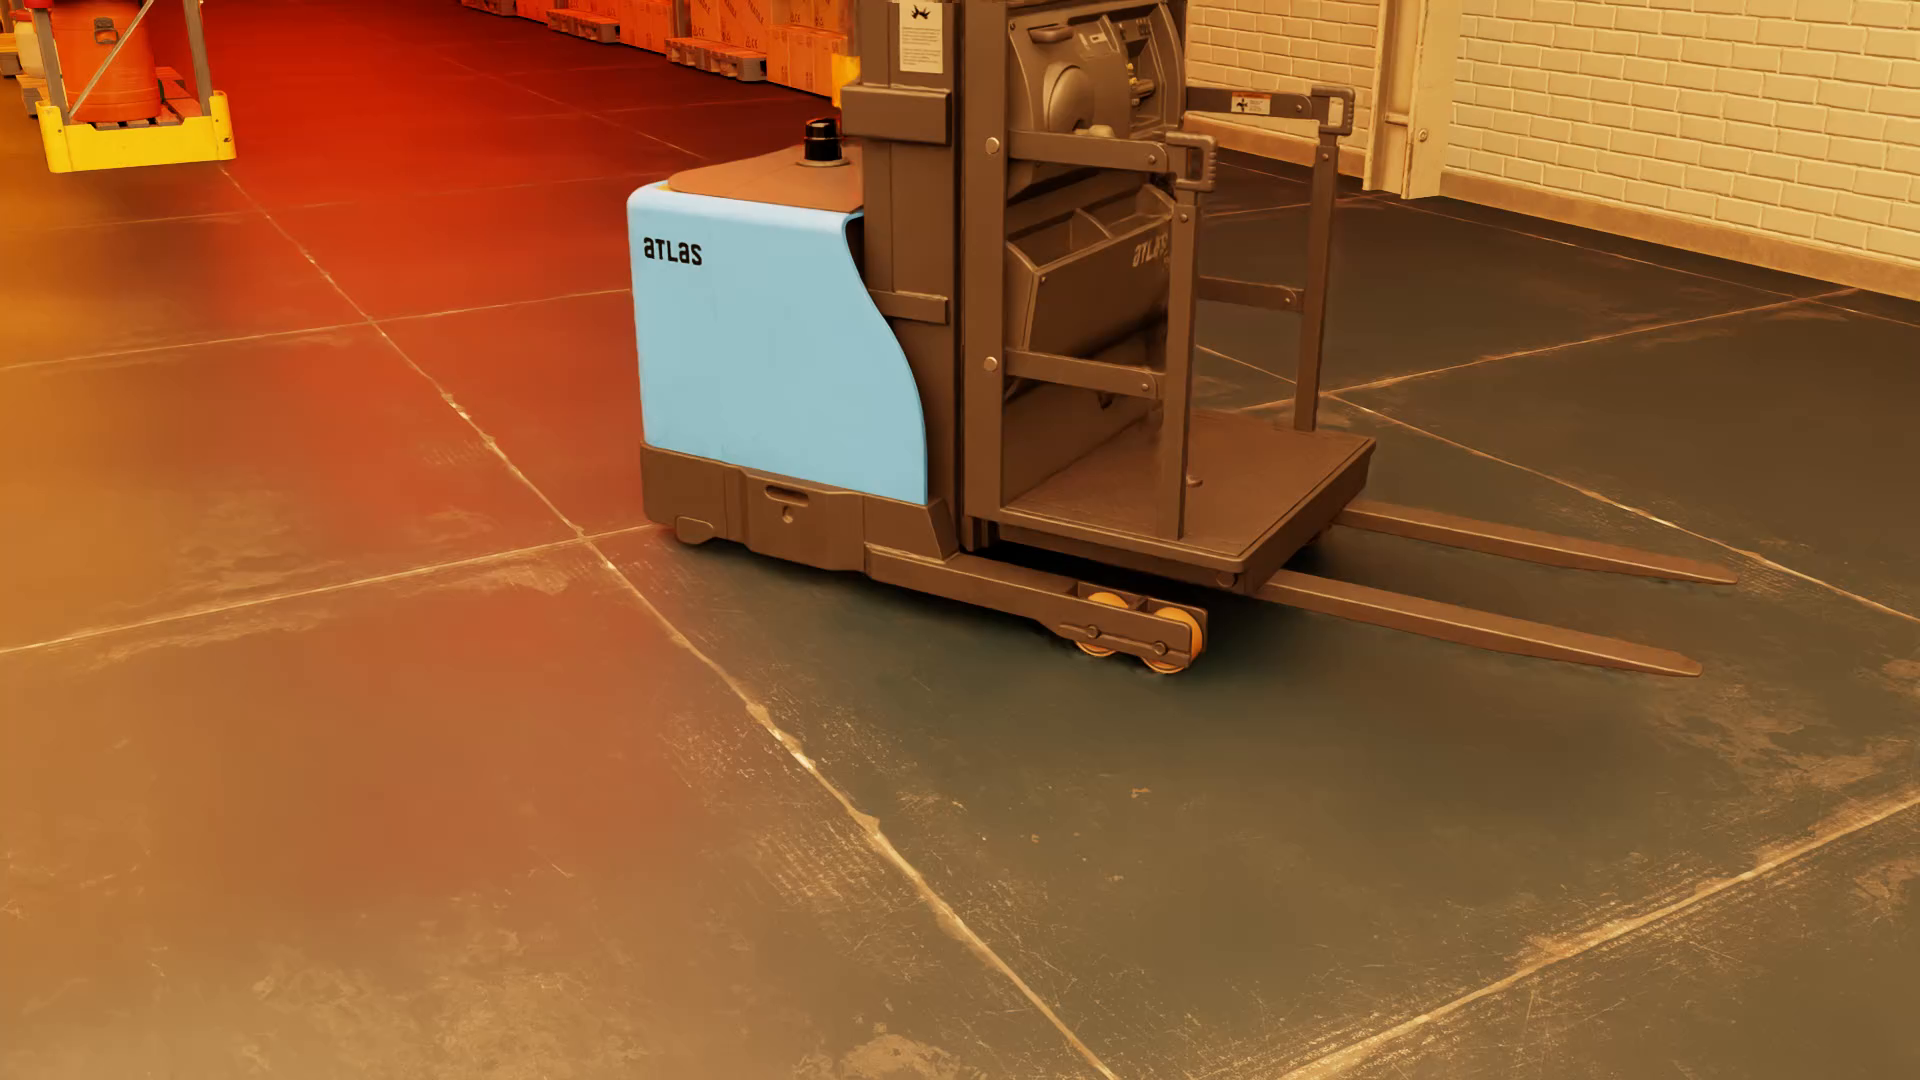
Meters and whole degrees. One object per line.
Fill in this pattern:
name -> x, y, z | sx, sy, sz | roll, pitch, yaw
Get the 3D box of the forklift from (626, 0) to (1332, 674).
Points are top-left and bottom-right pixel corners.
forklift -> 0.553, -1.242, 4.299 | 3.031, 2.935, 1.130 | 13, 25, 28
